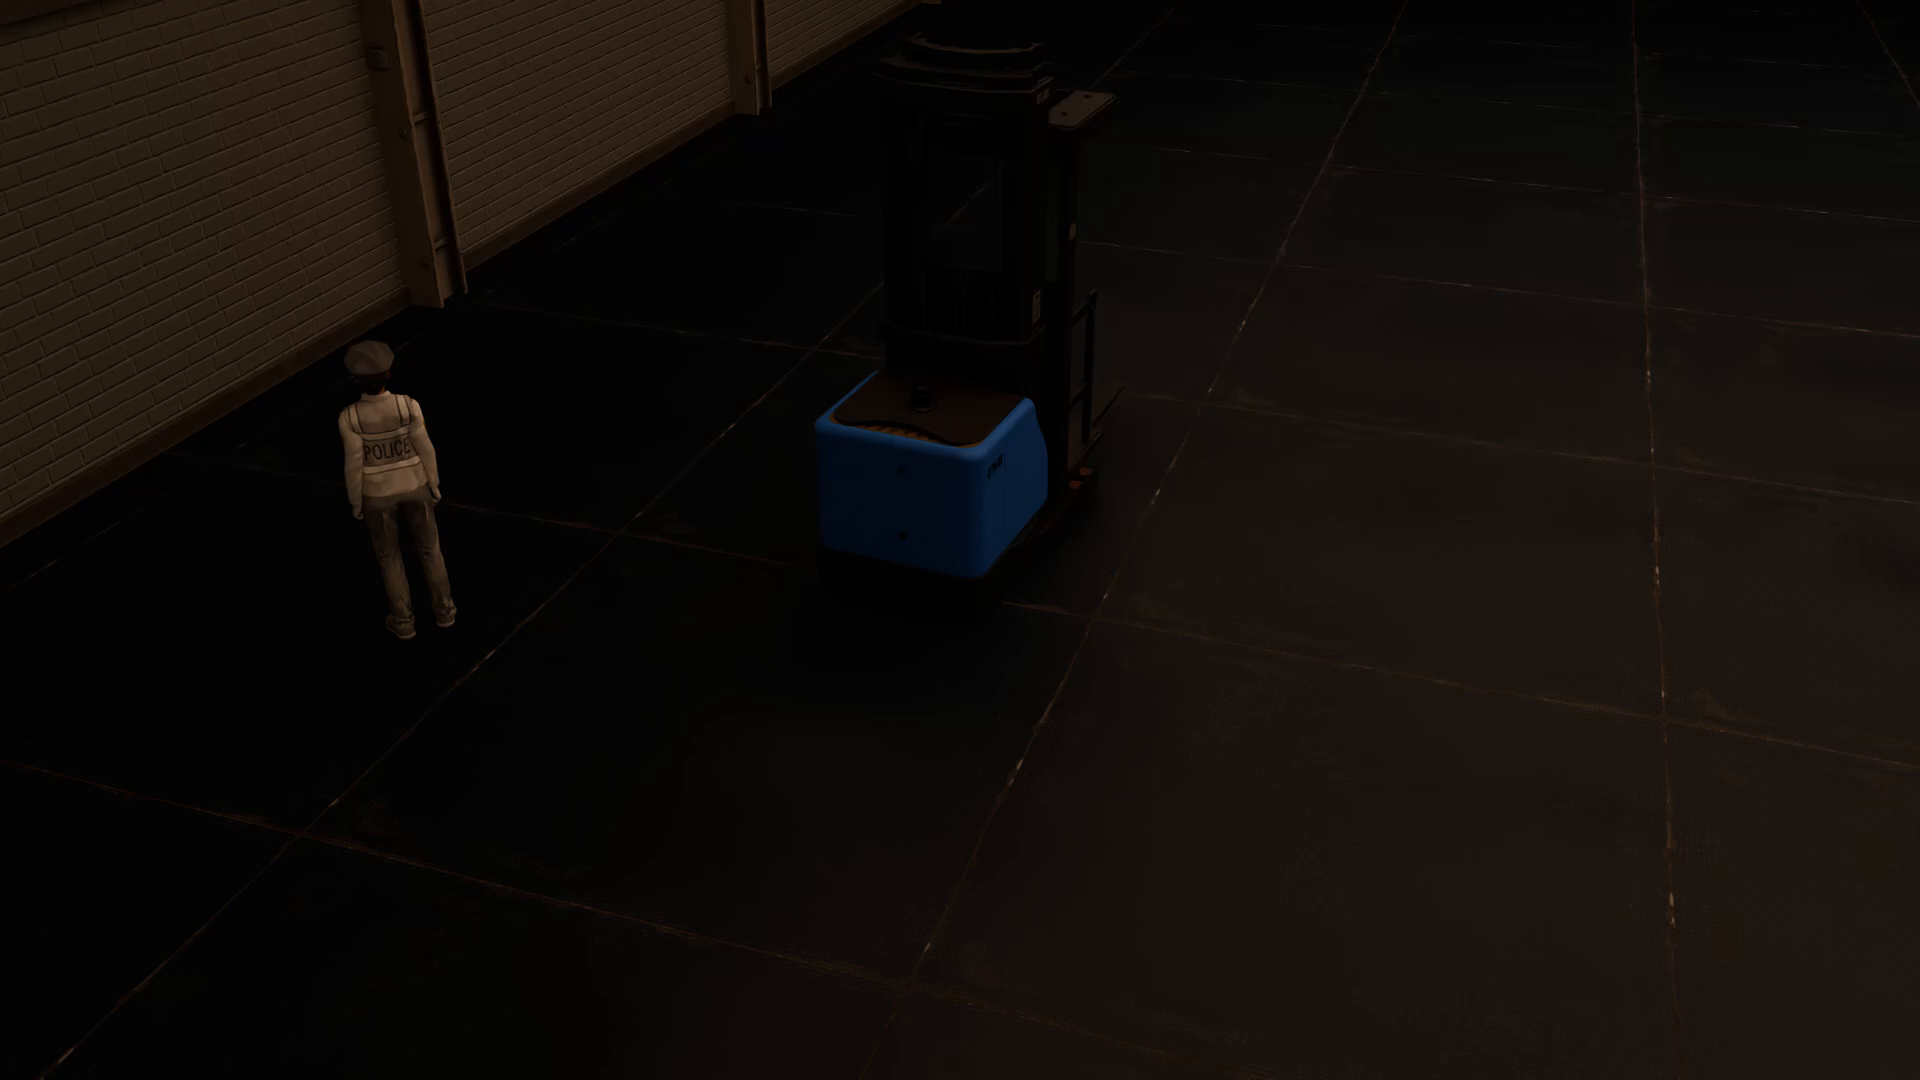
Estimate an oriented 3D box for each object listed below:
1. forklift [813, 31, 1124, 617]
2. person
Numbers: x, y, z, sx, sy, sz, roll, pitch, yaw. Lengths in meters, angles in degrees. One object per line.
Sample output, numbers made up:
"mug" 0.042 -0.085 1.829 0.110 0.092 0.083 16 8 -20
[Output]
"forklift" 0.231 -1.558 9.870 1.130 2.935 3.031 12 32 20
"person" -3.008 -0.256 8.843 0.472 1.691 0.332 -15 33 -24
